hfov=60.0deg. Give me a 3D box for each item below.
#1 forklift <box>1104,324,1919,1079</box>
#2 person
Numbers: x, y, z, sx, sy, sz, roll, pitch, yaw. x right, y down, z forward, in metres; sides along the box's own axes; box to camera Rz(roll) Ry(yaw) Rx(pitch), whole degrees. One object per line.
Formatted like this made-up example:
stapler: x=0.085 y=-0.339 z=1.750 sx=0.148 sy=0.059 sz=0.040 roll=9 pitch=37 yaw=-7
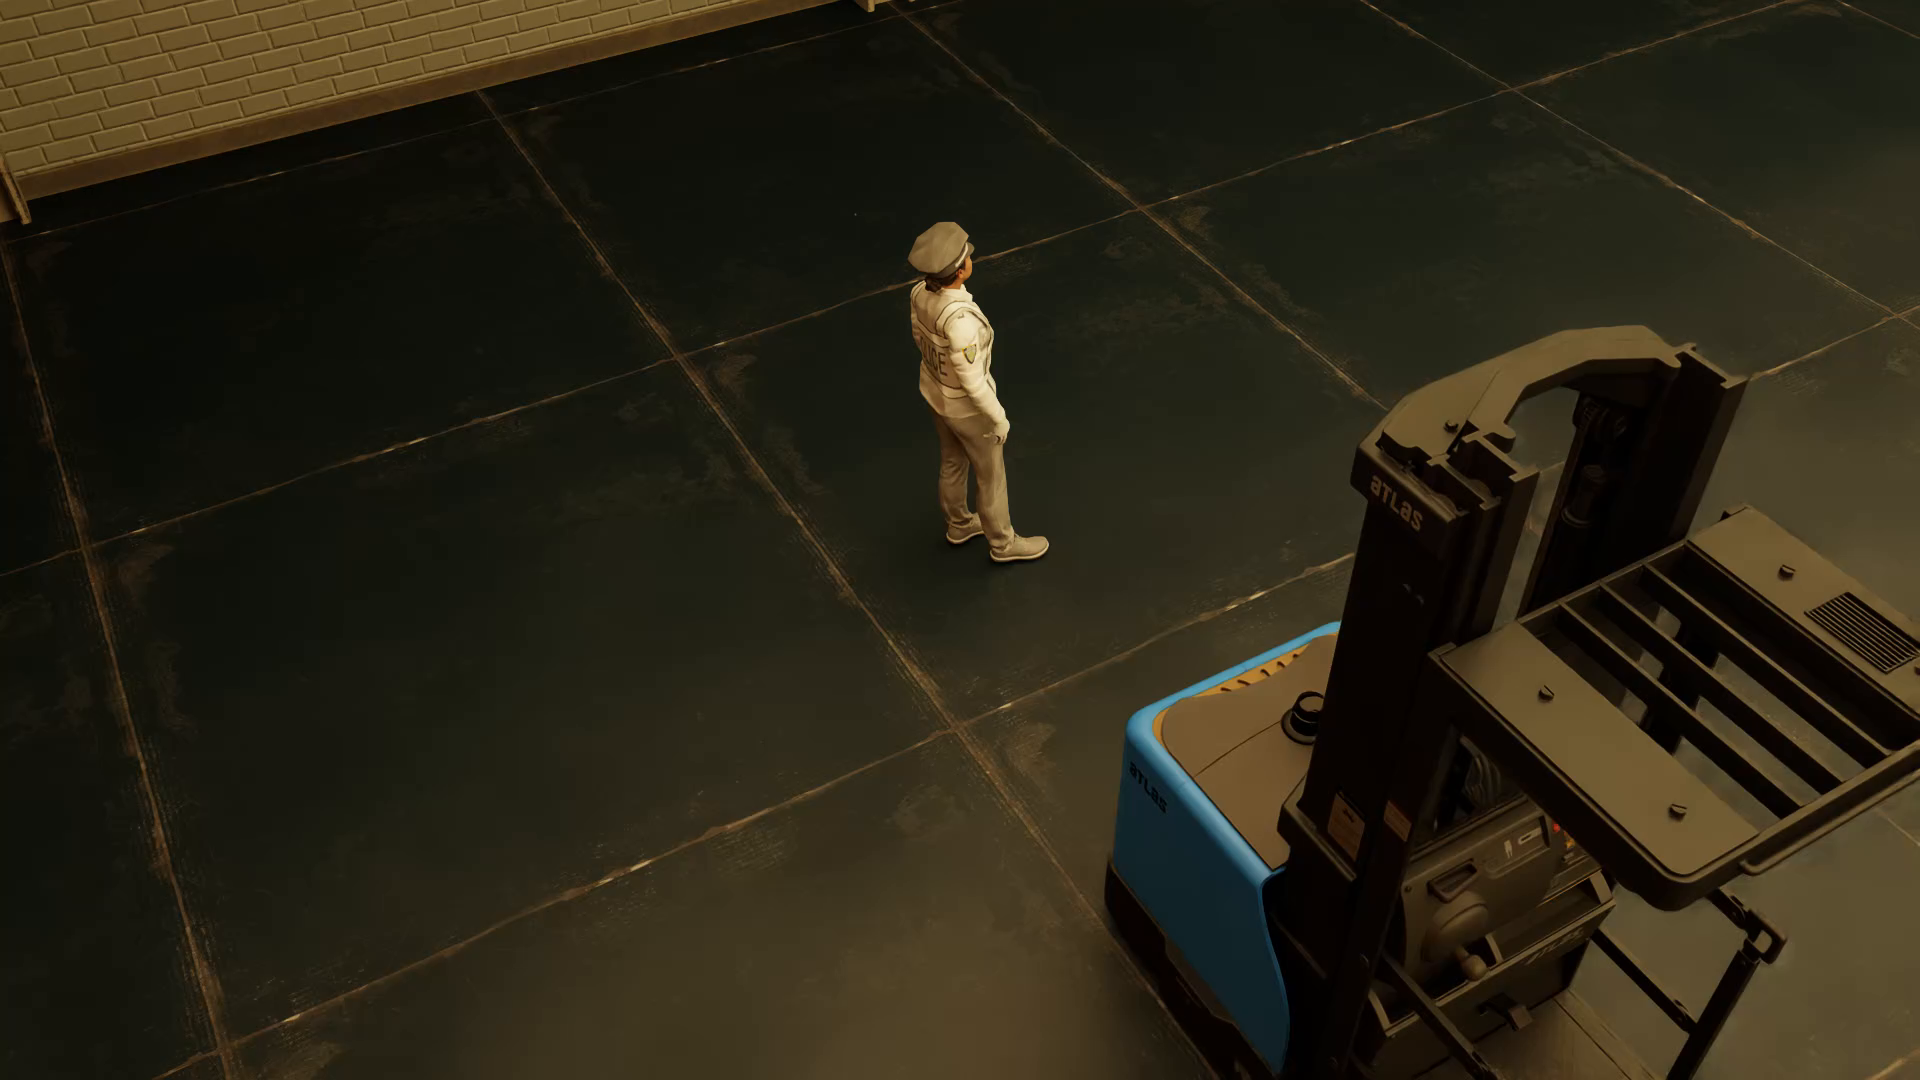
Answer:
forklift: x=1.718 y=1.014 z=4.604 sx=1.130 sy=2.935 sz=3.031 roll=-21 pitch=47 yaw=-22
person: x=0.063 y=-0.646 z=7.293 sx=0.530 sy=1.694 sz=0.587 roll=-21 pitch=47 yaw=-21
